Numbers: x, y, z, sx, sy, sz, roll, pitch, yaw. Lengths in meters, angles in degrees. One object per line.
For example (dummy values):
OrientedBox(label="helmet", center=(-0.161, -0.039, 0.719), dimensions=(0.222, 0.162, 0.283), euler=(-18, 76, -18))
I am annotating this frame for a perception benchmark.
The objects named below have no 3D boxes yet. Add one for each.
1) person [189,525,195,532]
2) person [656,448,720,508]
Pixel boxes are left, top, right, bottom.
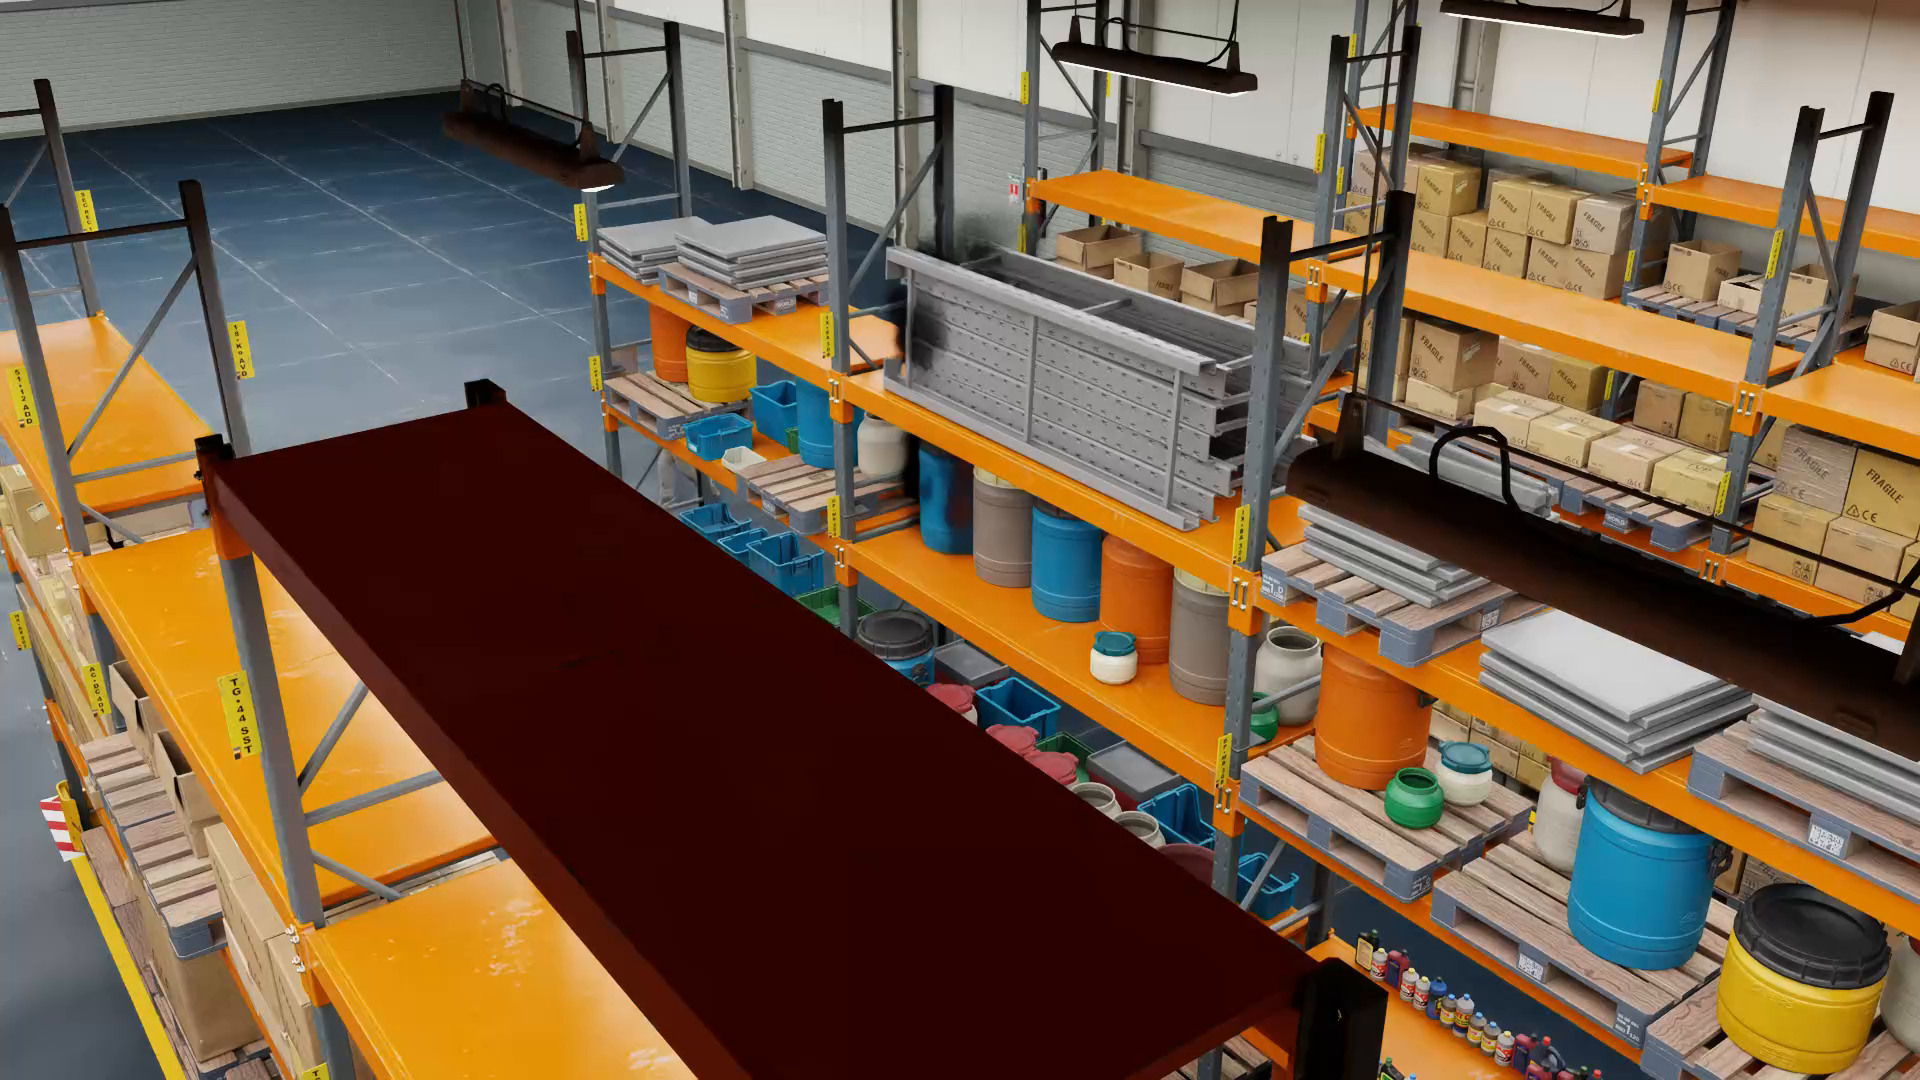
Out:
OrientedBox(label="person", center=(-8.024, 0.032, 17.027), dimensions=(0.639, 1.592, 0.559), euler=(-1, 25, -2))
OrientedBox(label="person", center=(-3.264, -1.166, 19.424), dimensions=(0.830, 1.848, 0.631), euler=(-3, 25, -7))
